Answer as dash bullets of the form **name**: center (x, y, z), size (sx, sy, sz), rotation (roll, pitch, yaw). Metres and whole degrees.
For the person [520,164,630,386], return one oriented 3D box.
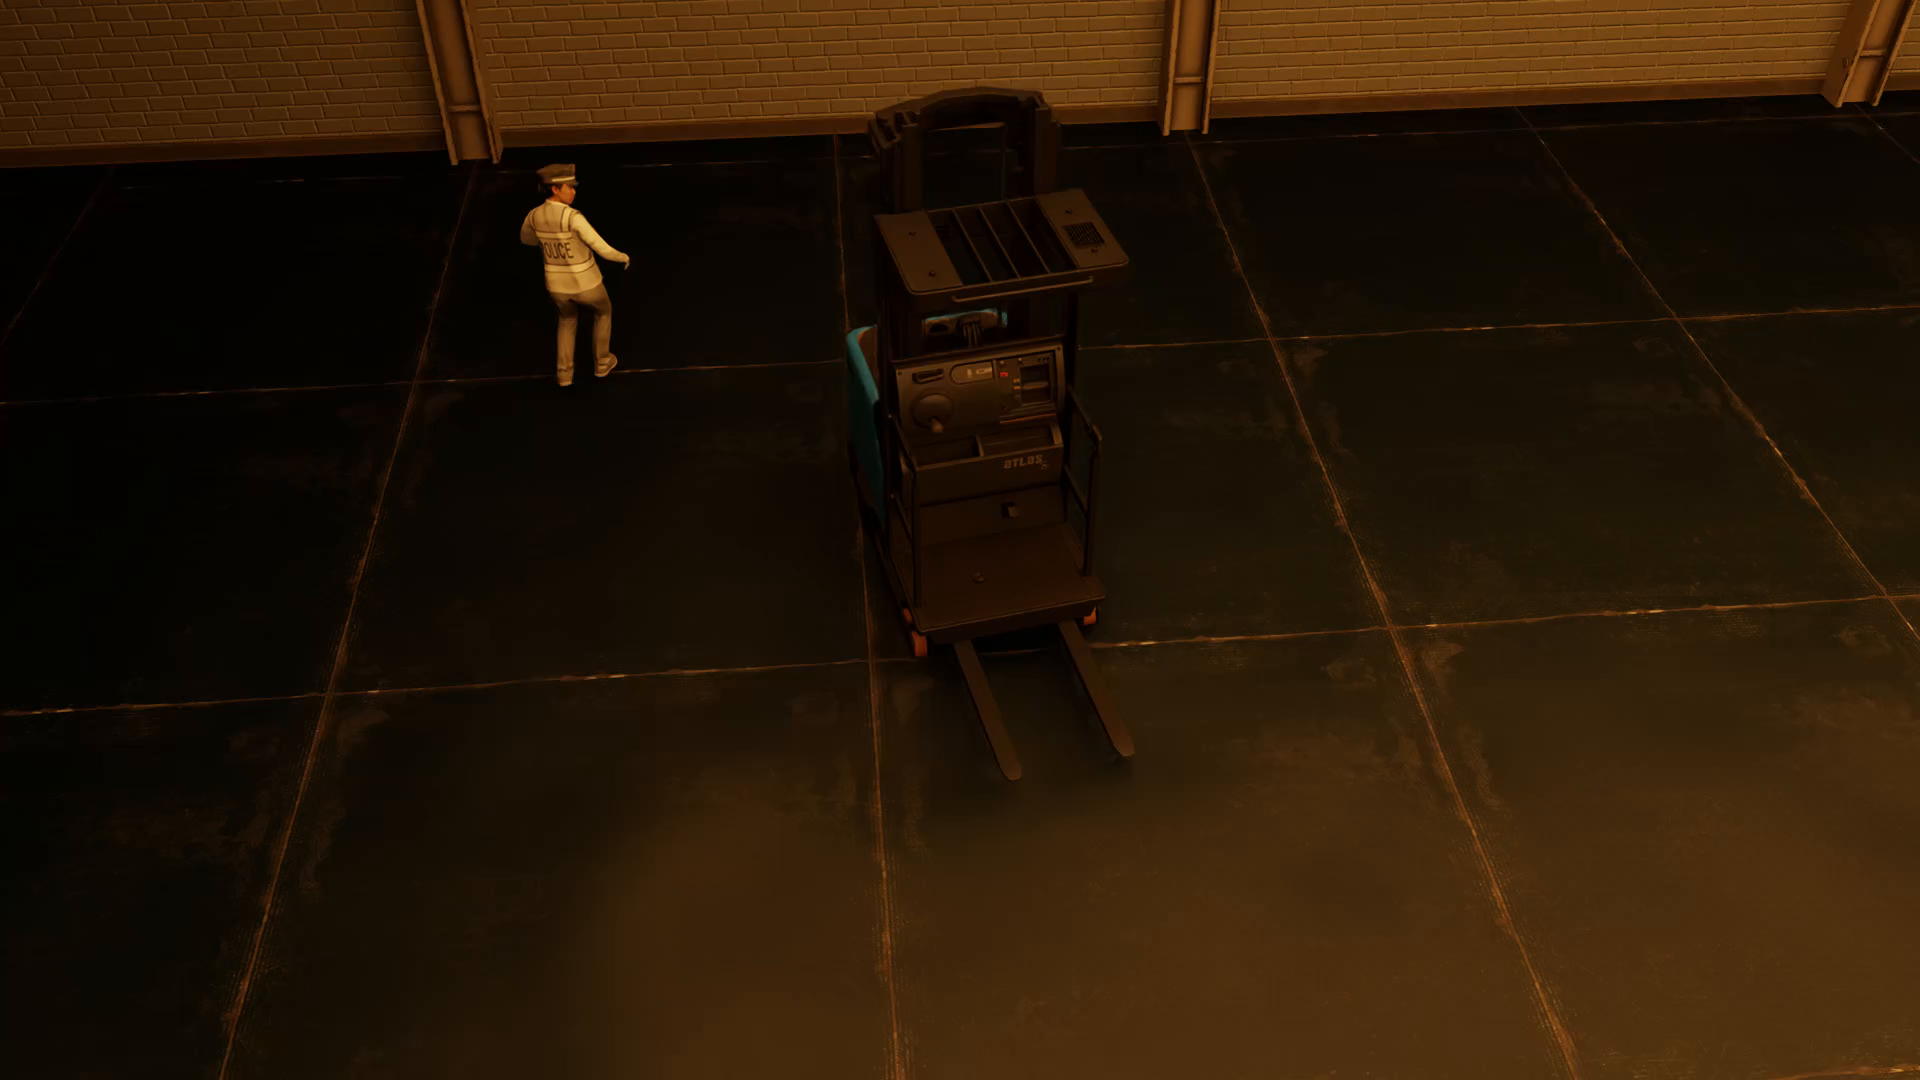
- **person**: center (-2.546, -1.768, 11.052), size (0.729, 1.628, 0.624), rotation (8, 41, 9)

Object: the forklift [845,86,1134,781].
- **forklift**: center (0.172, -0.731, 8.793), size (1.130, 2.935, 3.031), rotation (-10, 42, -12)
